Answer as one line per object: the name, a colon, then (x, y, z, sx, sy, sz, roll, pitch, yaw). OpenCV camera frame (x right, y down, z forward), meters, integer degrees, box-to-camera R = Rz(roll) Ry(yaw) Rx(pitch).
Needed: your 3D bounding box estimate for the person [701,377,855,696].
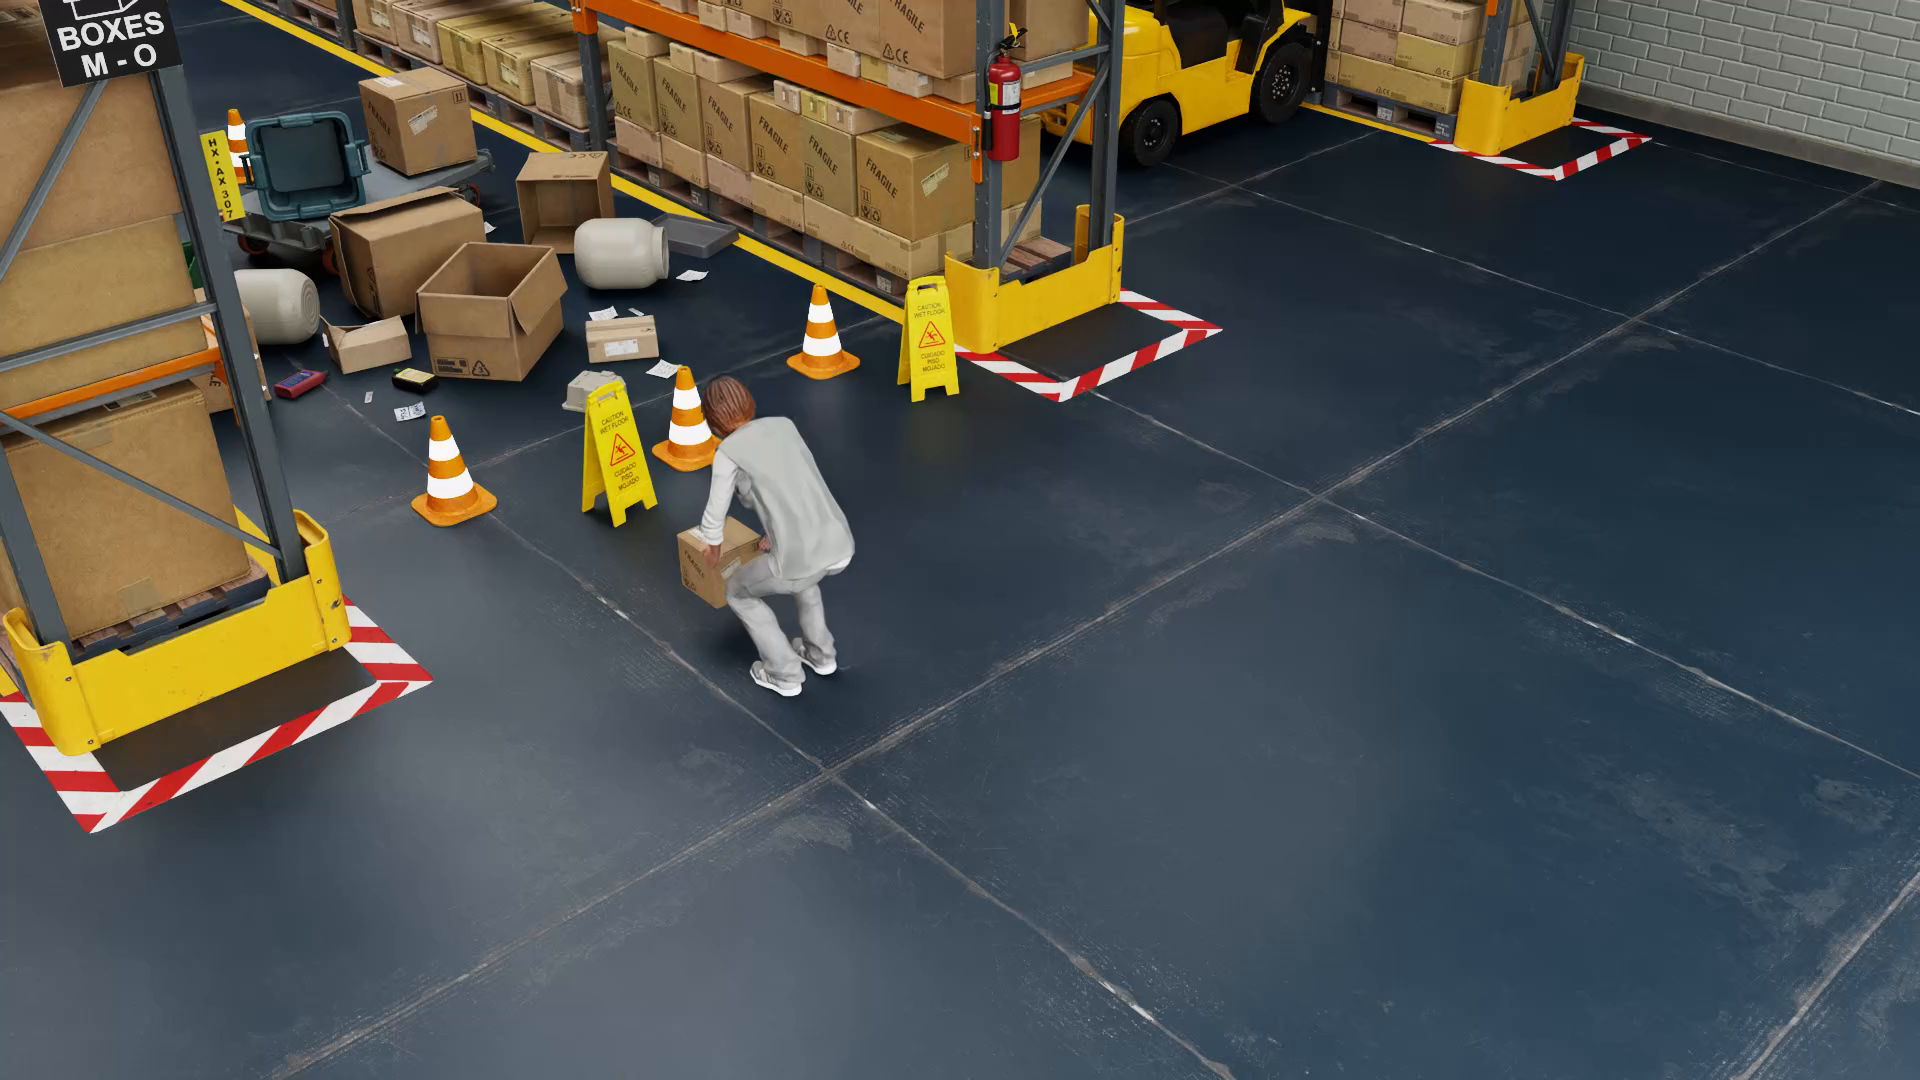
person: (-0.725, 0.024, 6.458, 0.463, 1.230, 0.685, -26, 41, -35)
